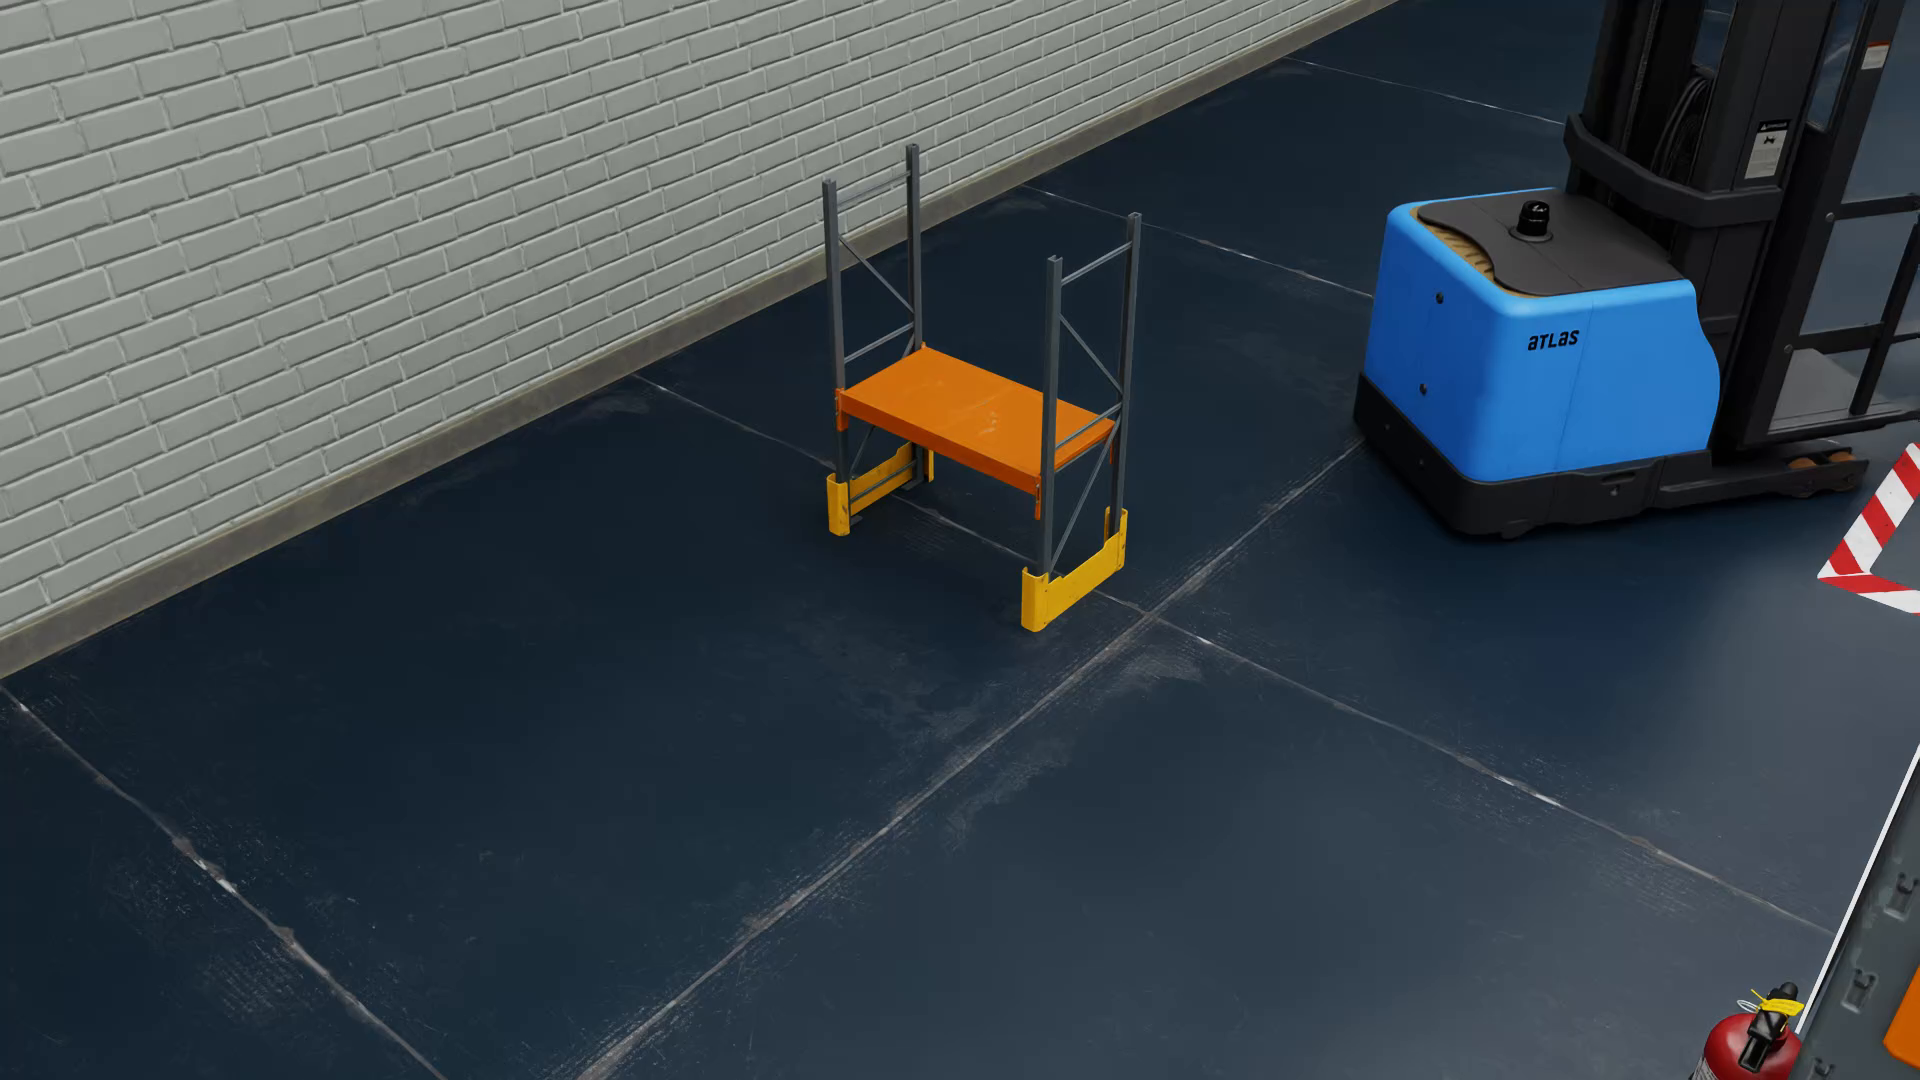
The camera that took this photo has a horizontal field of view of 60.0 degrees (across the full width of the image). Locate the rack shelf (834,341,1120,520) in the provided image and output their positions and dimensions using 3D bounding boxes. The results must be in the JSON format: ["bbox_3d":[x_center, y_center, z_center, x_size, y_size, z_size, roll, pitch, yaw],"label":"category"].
[{"bbox_3d":[0.066,-0.439,6.382,1.000,0.185,0.538,25,42,32],"label":"rack shelf"}]

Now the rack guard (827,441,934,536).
[{"bbox_3d":[-0.324,-0.256,6.902,0.087,0.250,0.587,25,42,32],"label":"rack guard"}]

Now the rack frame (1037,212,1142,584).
[{"bbox_3d":[0.456,-0.403,6.012,0.032,1.500,0.500,25,42,32],"label":"rack frame"}]

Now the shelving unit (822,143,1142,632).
[{"bbox_3d":[0.059,-0.591,6.285,1.083,1.500,0.587,25,42,32],"label":"shelving unit"}]

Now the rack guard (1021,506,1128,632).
[{"bbox_3d":[0.441,0.105,6.376,0.087,0.250,0.587,25,42,32],"label":"rack guard"}]

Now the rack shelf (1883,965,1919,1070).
[{"bbox_3d":[2.787,0.860,0.833,4.000,0.370,1.077,25,42,32],"label":"rack shelf"}]

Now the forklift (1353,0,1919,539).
[{"bbox_3d":[3.325,-1.665,6.586,3.031,2.935,1.130,-9,35,-12],"label":"forklift"}]

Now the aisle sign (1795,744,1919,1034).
[{"bbox_3d":[1.004,0.107,1.648,0.004,0.787,0.394,25,42,32],"label":"aisle sign"}]

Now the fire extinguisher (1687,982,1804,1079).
[{"bbox_3d":[1.425,1.009,3.029,0.183,0.674,0.296,25,42,32],"label":"fire extinguisher"}]

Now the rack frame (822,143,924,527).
[{"bbox_3d":[-0.325,-0.771,6.549,0.032,1.500,0.500,25,42,32],"label":"rack frame"}]
